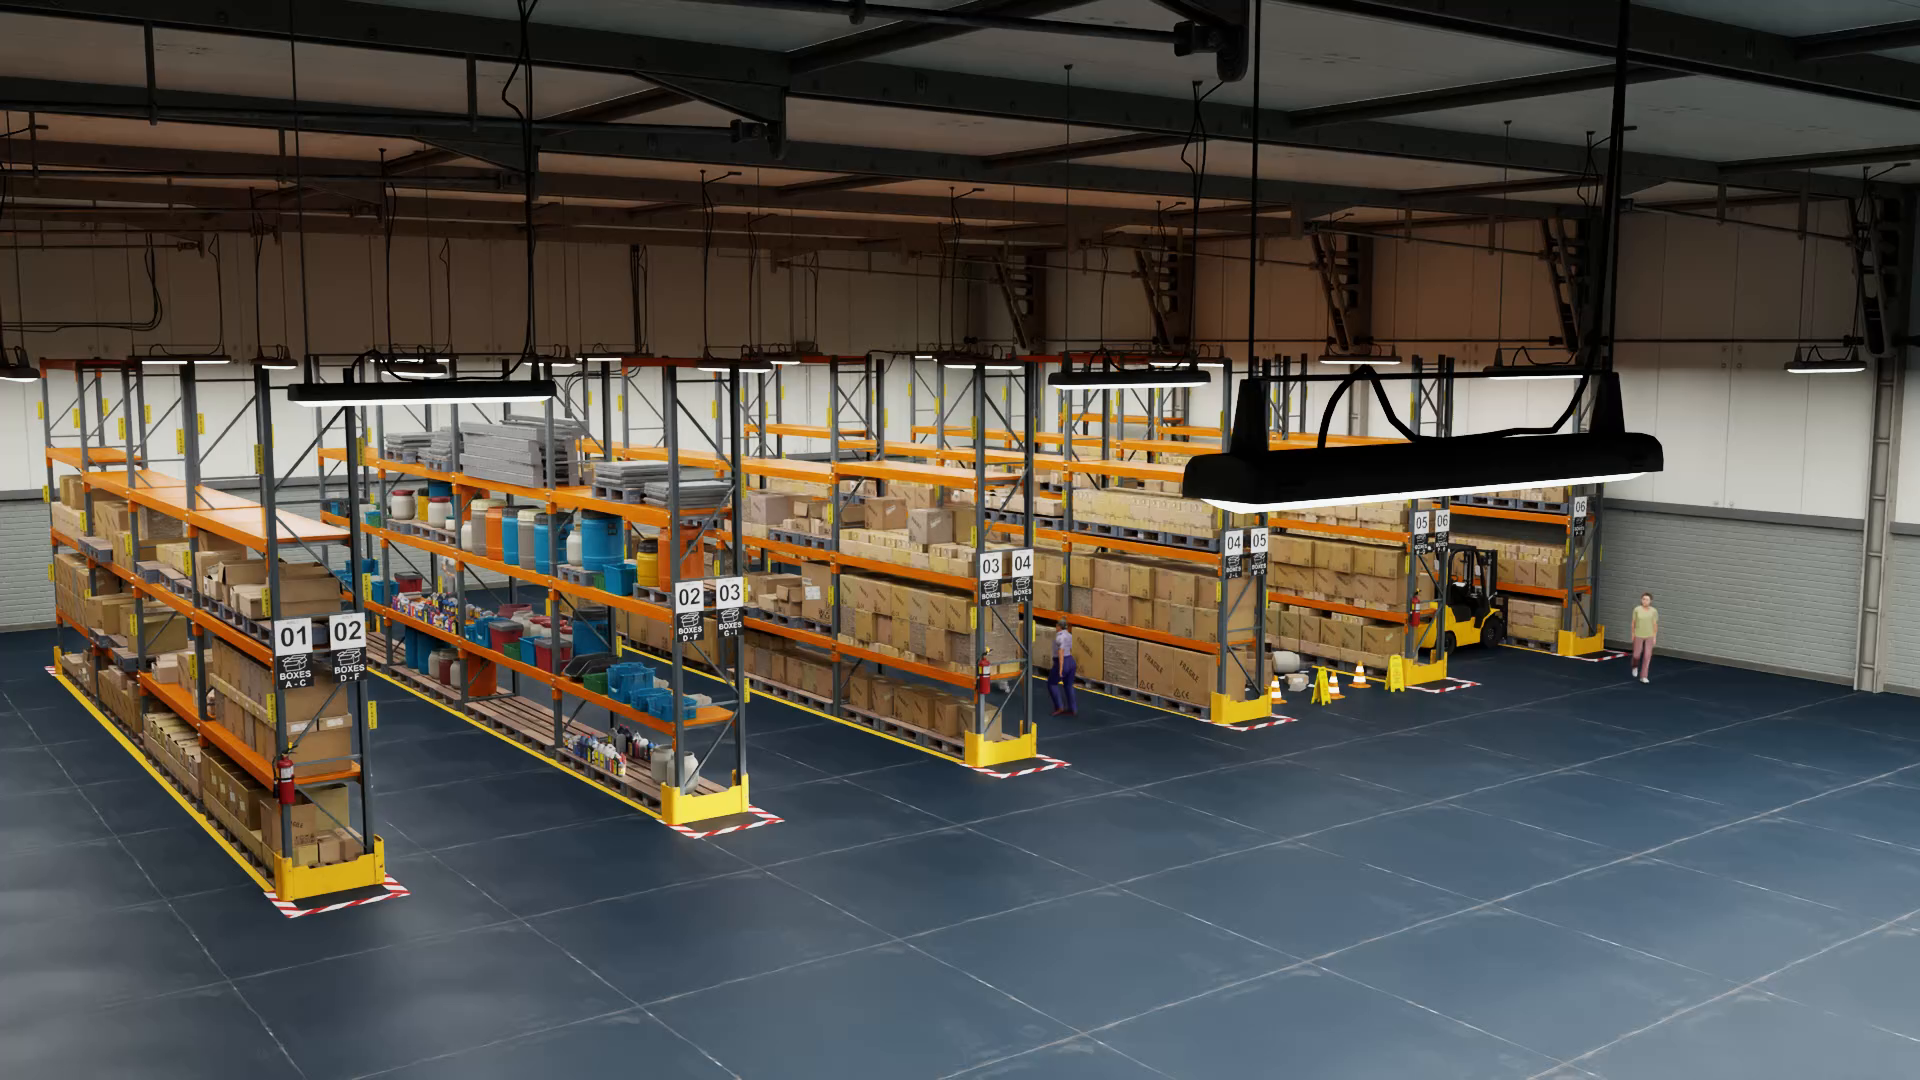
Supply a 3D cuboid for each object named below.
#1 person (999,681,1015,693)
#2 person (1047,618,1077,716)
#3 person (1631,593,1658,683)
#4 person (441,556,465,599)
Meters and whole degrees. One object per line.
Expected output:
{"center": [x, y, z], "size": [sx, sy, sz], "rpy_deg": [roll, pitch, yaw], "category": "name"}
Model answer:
{"center": [0.583, 1.838, 30.103], "size": [0.650, 1.736, 1.035], "rpy_deg": [-3, 7, -23], "category": "person"}
{"center": [1.766, 2.158, 28.101], "size": [0.497, 1.671, 0.507], "rpy_deg": [5, 8, 36], "category": "person"}
{"center": [12.689, 1.796, 30.849], "size": [0.447, 1.646, 0.604], "rpy_deg": [1, 7, 11], "category": "person"}
{"center": [-11.931, 0.853, 39.168], "size": [0.579, 1.578, 0.698], "rpy_deg": [-4, 8, -27], "category": "person"}
